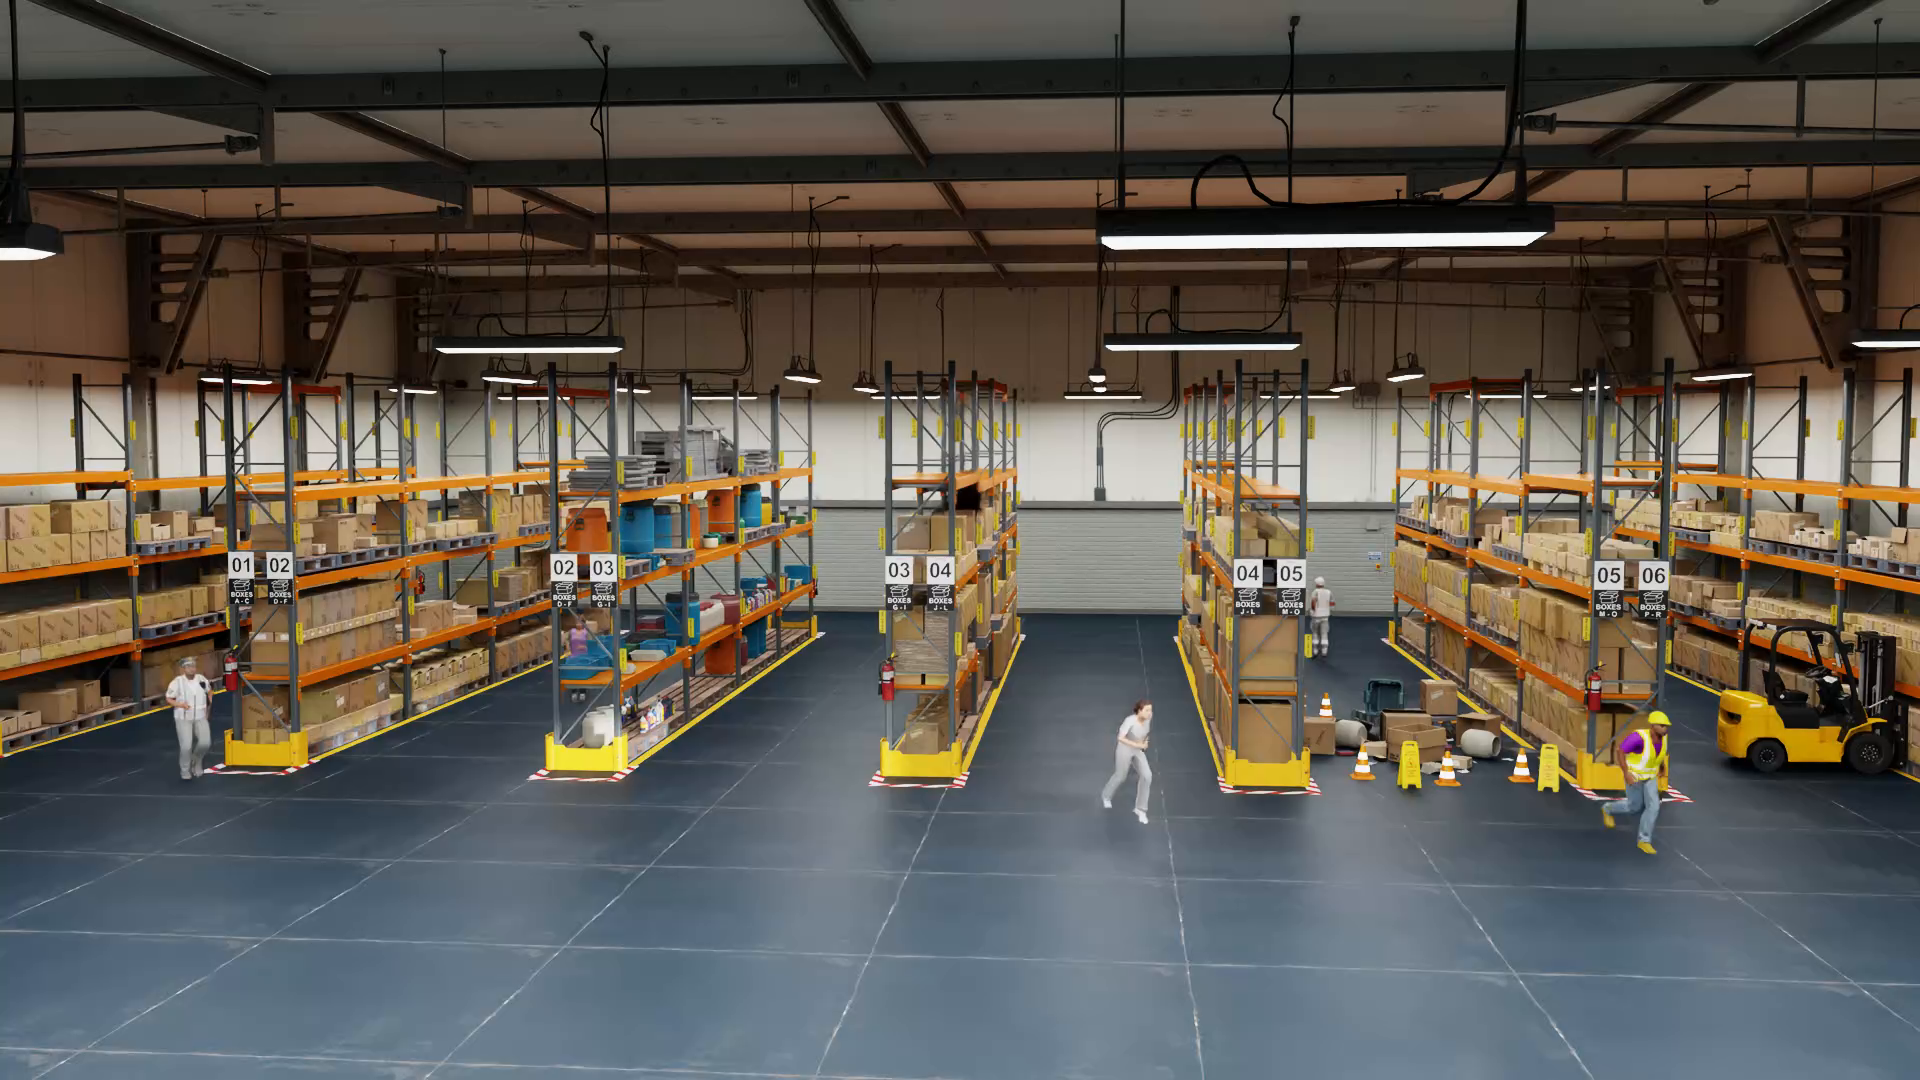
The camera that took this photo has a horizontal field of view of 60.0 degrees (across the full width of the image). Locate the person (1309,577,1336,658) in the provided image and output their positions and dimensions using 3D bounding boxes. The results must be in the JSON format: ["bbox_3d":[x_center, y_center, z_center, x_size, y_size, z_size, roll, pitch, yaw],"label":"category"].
[{"bbox_3d":[7.897,1.733,36.283,0.617,1.851,0.792,0,4,-3],"label":"person"}]

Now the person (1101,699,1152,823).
[{"bbox_3d":[2.171,2.829,21.584,0.606,1.599,0.953,-3,5,-34],"label":"person"}]

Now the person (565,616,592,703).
[{"bbox_3d":[-7.003,2.192,30.535,0.506,1.592,0.662,-1,4,-8],"label":"person"}]

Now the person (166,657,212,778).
[{"bbox_3d":[-11.013,2.555,23.886,0.665,1.776,0.572,-3,5,-42],"label":"person"}]

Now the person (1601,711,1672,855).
[{"bbox_3d":[8.143,2.863,20.009,0.706,1.708,0.970,-2,4,-27],"label":"person"}]
